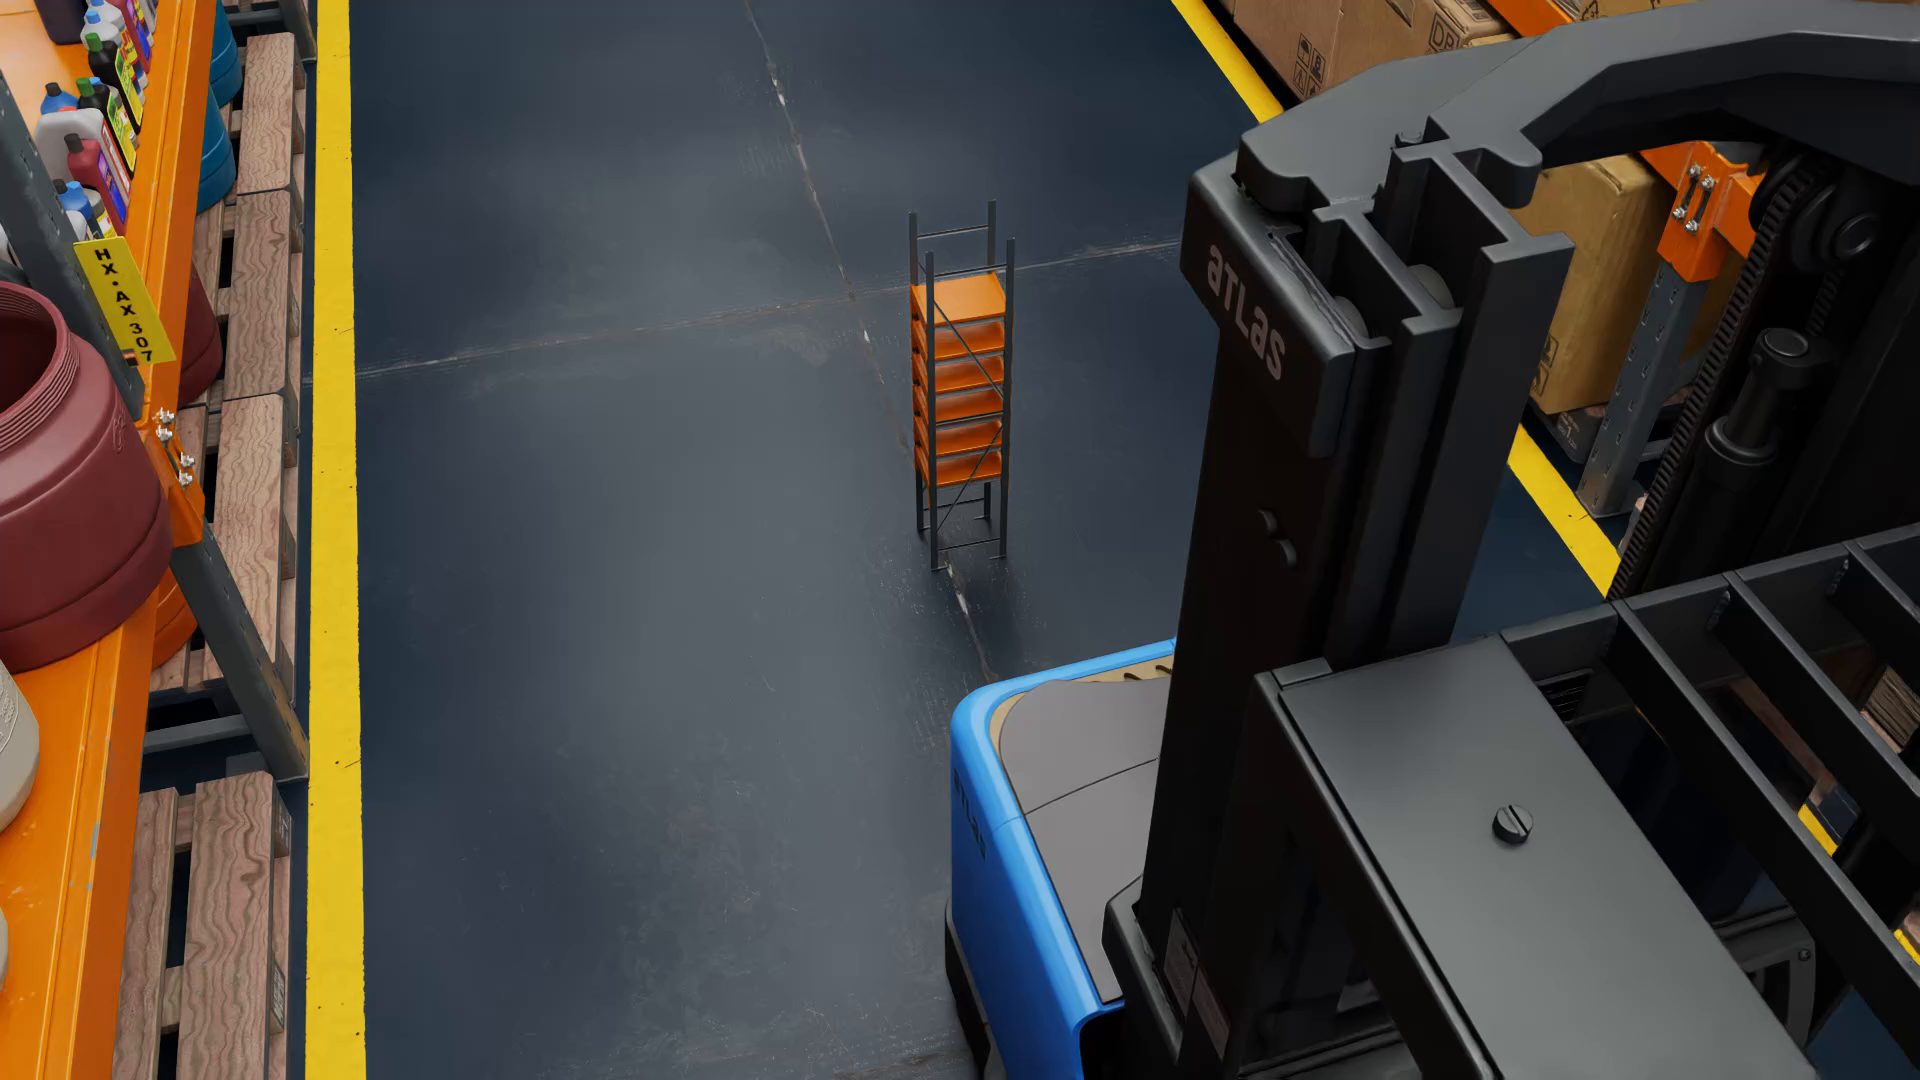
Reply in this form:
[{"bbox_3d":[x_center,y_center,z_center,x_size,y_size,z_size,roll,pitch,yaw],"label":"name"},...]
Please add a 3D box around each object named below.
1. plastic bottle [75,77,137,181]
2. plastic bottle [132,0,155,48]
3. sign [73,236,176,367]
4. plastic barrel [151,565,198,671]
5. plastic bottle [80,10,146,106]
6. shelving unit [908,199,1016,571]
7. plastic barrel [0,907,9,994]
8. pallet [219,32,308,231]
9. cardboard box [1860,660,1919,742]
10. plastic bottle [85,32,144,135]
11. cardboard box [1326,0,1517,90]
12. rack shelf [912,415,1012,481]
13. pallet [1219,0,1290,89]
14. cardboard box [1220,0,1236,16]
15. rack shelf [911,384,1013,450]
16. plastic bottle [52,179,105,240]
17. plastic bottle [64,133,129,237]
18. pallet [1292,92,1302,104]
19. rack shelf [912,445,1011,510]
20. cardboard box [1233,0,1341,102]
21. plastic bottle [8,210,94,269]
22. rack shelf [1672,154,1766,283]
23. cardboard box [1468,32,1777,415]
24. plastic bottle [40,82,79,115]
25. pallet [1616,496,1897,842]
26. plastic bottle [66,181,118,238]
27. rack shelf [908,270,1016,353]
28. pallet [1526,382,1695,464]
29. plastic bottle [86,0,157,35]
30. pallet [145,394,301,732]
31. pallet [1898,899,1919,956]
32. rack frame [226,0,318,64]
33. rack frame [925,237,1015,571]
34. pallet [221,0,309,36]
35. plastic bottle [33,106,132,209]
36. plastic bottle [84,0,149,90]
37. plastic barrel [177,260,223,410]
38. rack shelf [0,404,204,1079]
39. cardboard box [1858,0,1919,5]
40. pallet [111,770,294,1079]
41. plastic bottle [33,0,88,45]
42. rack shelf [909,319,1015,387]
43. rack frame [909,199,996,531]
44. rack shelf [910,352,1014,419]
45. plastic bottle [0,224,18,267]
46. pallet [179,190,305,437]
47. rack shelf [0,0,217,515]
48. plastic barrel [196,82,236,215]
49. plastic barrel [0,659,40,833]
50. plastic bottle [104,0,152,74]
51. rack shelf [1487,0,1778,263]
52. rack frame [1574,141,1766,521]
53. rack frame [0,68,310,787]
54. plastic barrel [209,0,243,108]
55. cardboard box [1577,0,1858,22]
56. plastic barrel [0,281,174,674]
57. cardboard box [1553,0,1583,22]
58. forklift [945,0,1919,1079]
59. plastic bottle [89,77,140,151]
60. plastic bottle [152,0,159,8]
[{"bbox_3d":[-2.205,-1.076,4.286,0.061,0.283,0.133,-11,47,-10],"label":"plastic bottle"},{"bbox_3d":[-2.395,-1.534,4.743,0.097,0.271,0.097,0,46,0],"label":"plastic bottle"},{"bbox_3d":[-1.768,-0.501,3.527,0.100,0.325,0.005,-11,47,-10],"label":"sign"},{"bbox_3d":[-2.440,-0.061,4.435,0.600,0.830,0.708,-11,47,-10],"label":"plastic barrel"},{"bbox_3d":[-2.311,-1.307,4.521,0.097,0.271,0.097,0,46,0],"label":"plastic bottle"},{"bbox_3d":[0.004,-0.410,4.812,0.258,1.200,0.189,-11,47,-10],"label":"shelving unit"},{"bbox_3d":[-1.720,0.584,2.499,0.421,0.512,0.421,0,46,0],"label":"plastic barrel"},{"bbox_3d":[-3.165,-1.584,6.654,1.003,0.211,1.213,-11,47,-10],"label":"pallet"},{"bbox_3d":[2.835,0.316,4.282,0.700,0.500,0.500,-14,47,-14],"label":"cardboard box"},{"bbox_3d":[-2.264,-1.235,4.442,0.061,0.283,0.133,-11,47,-10],"label":"plastic bottle"},{"bbox_3d":[2.112,-1.745,6.053,1.225,0.875,0.875,-11,47,-10],"label":"cardboard box"},{"bbox_3d":[0.004,-0.295,4.929,0.258,0.103,0.180,-11,47,-10],"label":"rack shelf"},{"bbox_3d":[1.736,-2.511,7.563,1.003,0.211,1.213,-11,47,-10],"label":"pallet"},{"bbox_3d":[1.649,-2.971,7.255,1.225,0.875,0.875,-11,47,-10],"label":"cardboard box"},{"bbox_3d":[0.004,-0.379,4.843,0.258,0.103,0.180,-11,47,-10],"label":"rack shelf"},{"bbox_3d":[-2.100,-0.736,3.962,0.097,0.271,0.097,0,46,0],"label":"plastic bottle"},{"bbox_3d":[-2.136,-0.891,4.104,0.061,0.283,0.133,-11,47,-10],"label":"plastic bottle"},{"bbox_3d":[2.052,-1.667,6.736,1.003,0.211,1.213,-11,47,-10],"label":"pallet"},{"bbox_3d":[0.004,-0.211,5.015,0.258,0.103,0.180,-11,47,-10],"label":"rack shelf"},{"bbox_3d":[1.879,-2.354,6.650,1.225,0.875,0.875,-12,47,-12],"label":"cardboard box"},{"bbox_3d":[-2.096,-0.653,3.877,0.152,0.276,0.135,-11,47,-10],"label":"plastic bottle"},{"bbox_3d":[3.002,0.389,3.273,1.077,0.370,4.000,-11,47,-10],"label":"rack shelf"},{"bbox_3d":[2.333,-1.128,5.449,1.225,0.875,0.875,-13,47,-12],"label":"cardboard box"},{"bbox_3d":[-2.277,-1.045,4.264,0.097,0.271,0.097,0,46,0],"label":"plastic bottle"},{"bbox_3d":[2.688,0.272,4.836,1.003,0.211,1.213,-11,47,-10],"label":"pallet"},{"bbox_3d":[-2.125,-0.779,4.052,0.097,0.201,0.097,0,46,0],"label":"plastic bottle"},{"bbox_3d":[0.004,-0.631,4.586,0.258,0.103,0.180,-11,47,-10],"label":"rack shelf"},{"bbox_3d":[2.361,-0.826,5.912,1.003,0.211,1.213,-11,47,-10],"label":"pallet"},{"bbox_3d":[-2.451,-1.610,4.815,0.152,0.276,0.135,-11,47,-10],"label":"plastic bottle"},{"bbox_3d":[-2.540,0.101,5.003,1.003,0.211,1.213,-11,47,-10],"label":"pallet"},{"bbox_3d":[2.997,1.112,4.012,1.003,0.211,1.213,-11,47,-10],"label":"pallet"},{"bbox_3d":[-3.322,-3.100,6.188,1.000,3.000,0.127,-11,47,-10],"label":"rack frame"},{"bbox_3d":[0.027,-0.347,4.750,0.240,1.200,0.006,-11,47,-10],"label":"rack frame"},{"bbox_3d":[-3.548,-2.625,7.674,1.003,0.211,1.213,-11,47,-10],"label":"pallet"},{"bbox_3d":[-2.215,-0.972,4.190,0.152,0.276,0.135,-11,47,-10],"label":"plastic bottle"},{"bbox_3d":[-2.336,-1.374,4.587,0.097,0.271,0.097,0,46,0],"label":"plastic bottle"},{"bbox_3d":[-2.729,-0.756,5.285,0.600,0.588,0.708,-11,47,-10],"label":"plastic barrel"},{"bbox_3d":[-1.786,1.294,2.385,1.077,0.370,4.000,-11,47,-10],"label":"rack shelf"},{"bbox_3d":[2.628,-1.664,4.711,0.500,0.500,0.500,-9,46,-9],"label":"cardboard box"},{"bbox_3d":[-2.137,1.179,3.946,1.003,0.211,1.213,-11,47,-10],"label":"pallet"},{"bbox_3d":[-2.601,-1.627,4.779,0.144,0.351,0.185,-11,47,-10],"label":"plastic bottle"},{"bbox_3d":[0.004,-0.547,4.672,0.258,0.103,0.180,-11,47,-10],"label":"rack shelf"},{"bbox_3d":[-0.020,-0.473,4.874,0.240,1.200,0.006,-11,47,-10],"label":"rack frame"},{"bbox_3d":[0.004,-0.463,4.758,0.258,0.103,0.180,-11,47,-10],"label":"rack shelf"},{"bbox_3d":[-2.243,-0.625,3.849,0.152,0.276,0.135,-11,47,-10],"label":"plastic bottle"},{"bbox_3d":[-2.849,-0.740,5.827,1.003,0.211,1.213,-11,47,-10],"label":"pallet"},{"bbox_3d":[-2.810,-1.468,5.092,1.077,0.370,4.000,-11,47,-10],"label":"rack shelf"},{"bbox_3d":[-3.018,-1.645,5.937,0.600,0.901,0.708,-11,47,-10],"label":"plastic barrel"},{"bbox_3d":[-1.828,0.294,2.784,0.421,0.512,0.421,0,46,0],"label":"plastic barrel"},{"bbox_3d":[-2.348,-1.462,4.664,0.061,0.283,0.133,-11,47,-10],"label":"plastic bottle"},{"bbox_3d":[1.978,-2.373,5.979,1.077,0.370,4.000,-11,47,-10],"label":"rack shelf"},{"bbox_3d":[2.490,-1.244,4.369,1.000,3.000,0.127,-11,47,-10],"label":"rack frame"},{"bbox_3d":[-2.298,-0.339,3.482,1.000,3.000,0.127,-11,47,-10],"label":"rack frame"},{"bbox_3d":[-3.199,-2.134,6.416,0.600,0.901,0.708,-11,47,-10],"label":"plastic barrel"},{"bbox_3d":[2.124,-1.574,4.623,0.500,0.500,0.500,-9,46,-9],"label":"cardboard box"},{"bbox_3d":[-1.886,-0.121,3.173,0.600,0.536,0.708,-11,47,-10],"label":"plastic barrel"},{"bbox_3d":[2.002,-1.920,4.961,0.500,0.500,0.500,-11,47,-11],"label":"cardboard box"},{"bbox_3d":[0.897,0.942,2.275,1.130,2.935,3.031,-13,47,-12],"label":"forklift"},{"bbox_3d":[-2.252,-1.123,4.390,0.097,0.201,0.097,0,46,0],"label":"plastic bottle"},{"bbox_3d":[-2.489,-1.748,4.897,0.144,0.351,0.185,-11,47,-10],"label":"plastic bottle"}]
